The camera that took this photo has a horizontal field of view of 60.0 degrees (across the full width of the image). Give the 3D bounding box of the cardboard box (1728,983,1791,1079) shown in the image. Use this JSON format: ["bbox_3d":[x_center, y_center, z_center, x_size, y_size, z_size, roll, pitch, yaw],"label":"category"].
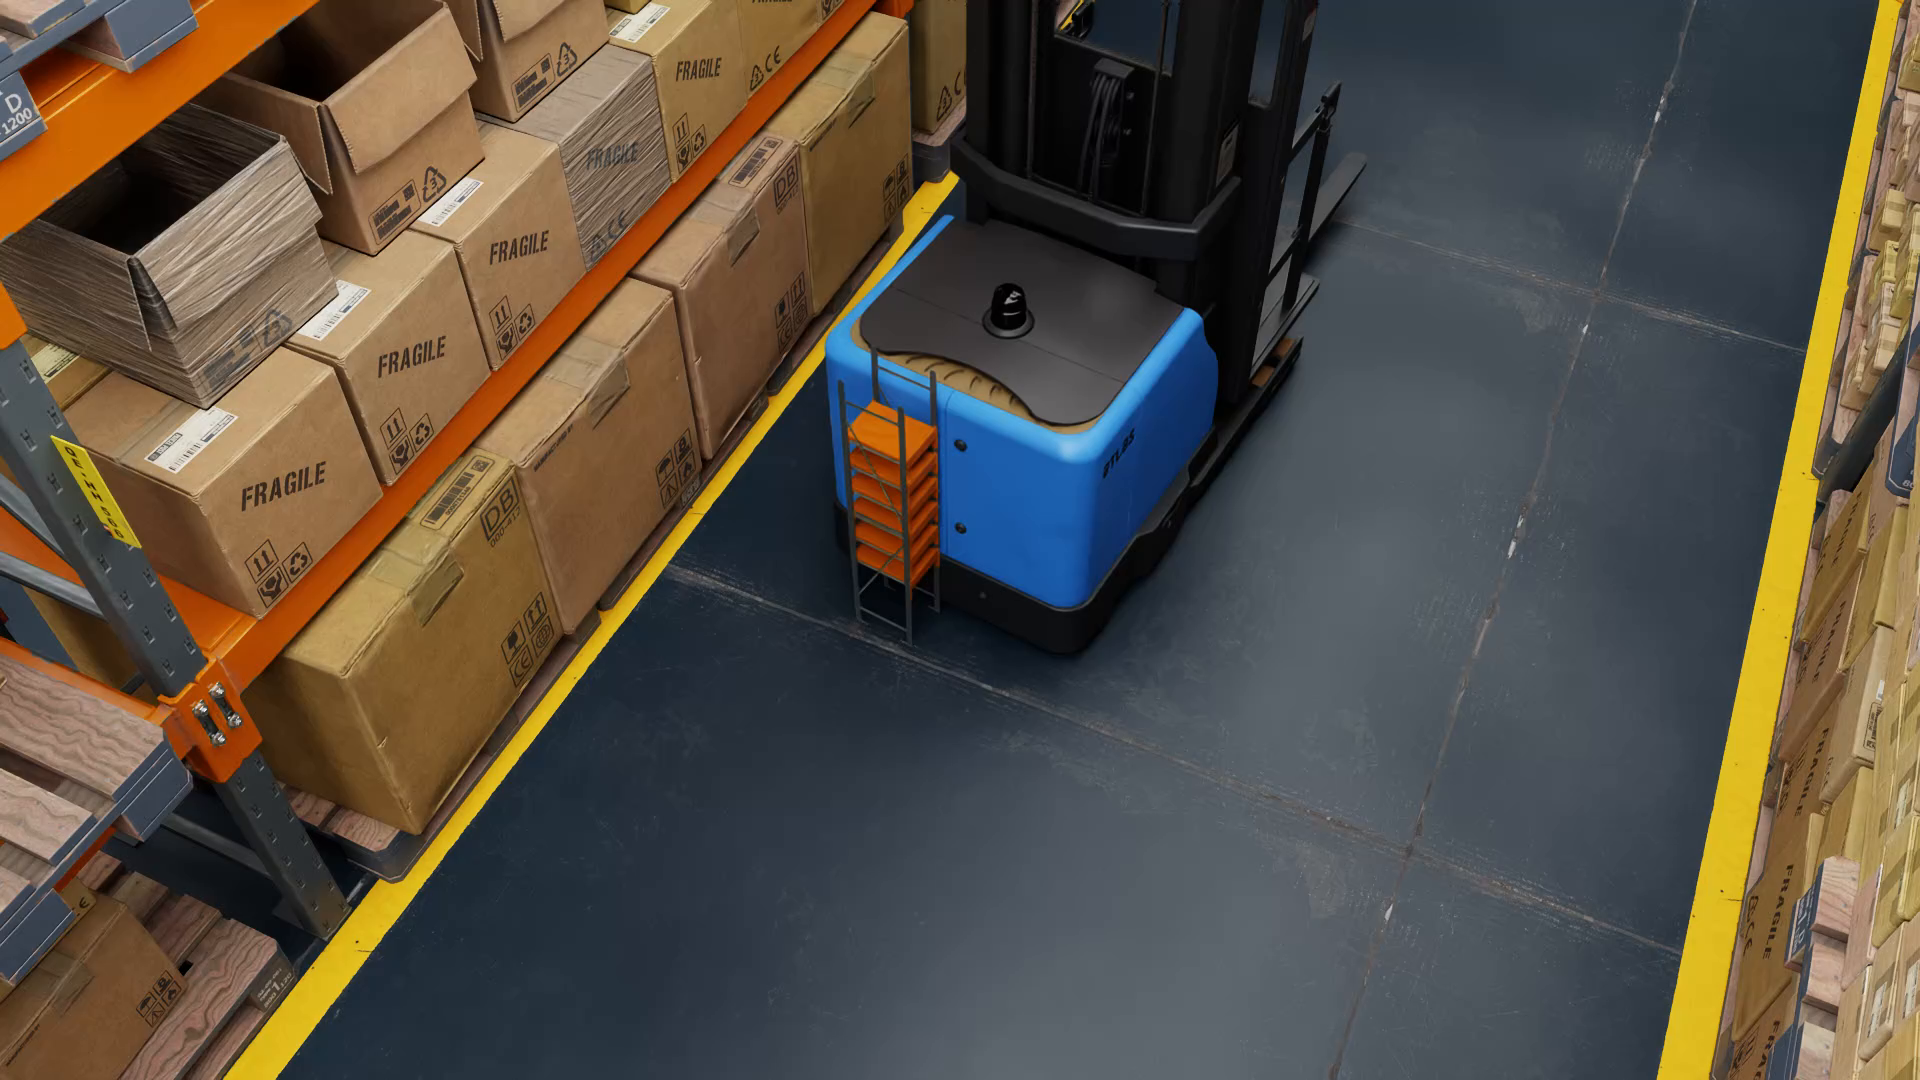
[{"bbox_3d":[2.316,1.540,4.336,0.500,0.500,0.500,22,53,18],"label":"cardboard box"}]

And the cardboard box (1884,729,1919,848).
[{"bbox_3d":[2.176,0.583,3.478,0.380,0.149,0.250,20,52,16],"label":"cardboard box"}]

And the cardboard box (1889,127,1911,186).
[{"bbox_3d":[4.302,-1.634,7.267,0.380,0.149,0.250,20,52,16],"label":"cardboard box"}]

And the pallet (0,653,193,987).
[{"bbox_3d":[-2.603,0.665,3.841,1.213,0.211,1.003,20,52,16],"label":"pallet"}]

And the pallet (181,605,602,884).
[{"bbox_3d":[-1.990,0.463,5.718,1.003,0.211,1.213,20,52,16],"label":"pallet"}]

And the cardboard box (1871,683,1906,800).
[{"bbox_3d":[2.282,0.513,3.733,0.380,0.149,0.250,18,52,15],"label":"cardboard box"}]

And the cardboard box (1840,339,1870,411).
[{"bbox_3d":[3.615,-0.587,6.376,0.380,0.149,0.250,20,53,17],"label":"cardboard box"}]

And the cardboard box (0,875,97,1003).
[{"bbox_3d":[-2.654,0.973,4.313,0.500,0.250,0.500,22,53,18],"label":"cardboard box"}]

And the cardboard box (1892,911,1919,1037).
[{"bbox_3d":[1.951,0.854,3.052,0.380,0.149,0.250,19,52,16],"label":"cardboard box"}]

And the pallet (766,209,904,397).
[{"bbox_3d":[-0.948,-1.218,7.147,1.003,0.211,1.213,20,52,16],"label":"pallet"}]

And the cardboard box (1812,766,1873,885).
[{"bbox_3d":[2.539,0.939,4.354,0.500,0.250,0.500,21,53,17],"label":"cardboard box"}]

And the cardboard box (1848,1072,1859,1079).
[{"bbox_3d":[1.842,1.217,3.134,0.380,0.149,0.250,21,53,17],"label":"cardboard box"}]

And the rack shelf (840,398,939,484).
[{"bbox_3d":[-0.224,-0.319,5.319,0.258,0.103,0.180,25,54,20],"label":"rack shelf"}]

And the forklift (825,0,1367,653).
[{"bbox_3d":[0.739,-1.668,5.745,1.130,2.935,3.031,25,54,20],"label":"forklift"}]

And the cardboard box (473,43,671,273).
[{"bbox_3d":[-1.292,-1.255,5.282,0.500,0.500,0.500,20,52,16],"label":"cardboard box"}]

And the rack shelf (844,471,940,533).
[{"bbox_3d":[-0.224,-0.163,5.502,0.258,0.103,0.180,25,54,20],"label":"rack shelf"}]

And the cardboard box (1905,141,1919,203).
[{"bbox_3d":[4.059,-1.461,6.729,0.380,0.149,0.250,17,52,14],"label":"cardboard box"}]

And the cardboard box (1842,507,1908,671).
[{"bbox_3d":[2.975,0.228,4.960,0.500,0.250,0.500,21,53,17],"label":"cardboard box"}]

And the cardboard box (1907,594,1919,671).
[{"bbox_3d":[2.395,0.232,3.777,0.380,0.149,0.250,21,53,17],"label":"cardboard box"}]

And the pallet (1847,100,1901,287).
[{"bbox_3d":[4.530,-1.407,7.309,1.003,0.211,1.213,20,52,16],"label":"pallet"}]

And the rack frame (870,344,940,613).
[{"bbox_3d":[-0.176,-0.174,5.610,0.240,1.200,0.006,25,54,20],"label":"rack frame"}]

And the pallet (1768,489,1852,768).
[{"bbox_3d":[3.424,0.447,5.731,1.003,0.211,1.213,20,52,16],"label":"pallet"}]

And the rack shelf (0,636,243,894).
[{"bbox_3d":[-3.249,1.688,3.317,1.077,0.370,4.000,20,52,16],"label":"rack shelf"}]

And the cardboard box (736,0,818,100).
[{"bbox_3d":[-0.857,-1.960,5.883,0.500,0.500,0.500,21,53,17],"label":"cardboard box"}]

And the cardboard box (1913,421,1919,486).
[{"bbox_3d":[2.731,-0.215,4.353,0.380,0.149,0.250,18,52,15],"label":"cardboard box"}]

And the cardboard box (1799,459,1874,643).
[{"bbox_3d":[3.200,0.103,5.559,0.500,0.500,0.500,22,53,17],"label":"cardboard box"}]

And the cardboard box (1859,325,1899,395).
[{"bbox_3d":[3.602,-0.623,6.211,0.380,0.149,0.250,21,53,17],"label":"cardboard box"}]

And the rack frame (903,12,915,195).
[{"bbox_3d":[-0.686,-2.677,6.558,1.000,3.000,0.127,20,52,16],"label":"rack frame"}]

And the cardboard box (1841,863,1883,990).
[{"bbox_3d":[2.059,0.869,3.430,0.380,0.149,0.250,21,53,17],"label":"cardboard box"}]

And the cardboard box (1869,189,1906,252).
[{"bbox_3d":[4.057,-1.300,6.982,0.380,0.149,0.250,20,52,16],"label":"cardboard box"}]

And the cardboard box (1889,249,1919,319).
[{"bbox_3d":[3.745,-0.917,6.267,0.380,0.149,0.250,20,53,17],"label":"cardboard box"}]

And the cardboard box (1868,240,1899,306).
[{"bbox_3d":[3.805,-1.003,6.535,0.380,0.149,0.250,18,52,15],"label":"cardboard box"}]

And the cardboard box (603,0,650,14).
[{"bbox_3d":[-1.255,-2.123,5.363,0.797,0.503,0.637,20,53,16],"label":"cardboard box"}]

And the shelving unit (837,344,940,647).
[{"bbox_3d":[-0.224,-0.114,5.559,0.258,1.200,0.189,25,54,20],"label":"shelving unit"}]

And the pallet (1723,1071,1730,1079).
[{"bbox_3d":[2.382,2.127,4.302,1.003,0.211,1.213,20,52,16],"label":"pallet"}]

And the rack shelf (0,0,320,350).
[{"bbox_3d":[-1.541,-2.039,4.518,1.077,0.370,4.000,20,52,16],"label":"rack shelf"}]

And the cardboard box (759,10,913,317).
[{"bbox_3d":[-0.941,-1.677,6.827,1.225,0.875,0.875,20,52,16],"label":"cardboard box"}]

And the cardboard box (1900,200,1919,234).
[{"bbox_3d":[4.092,-1.326,6.810,0.380,0.149,0.250,21,53,17],"label":"cardboard box"}]

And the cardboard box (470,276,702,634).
[{"bbox_3d":[-1.694,-0.450,5.783,1.225,0.875,0.875,20,52,16],"label":"cardboard box"}]

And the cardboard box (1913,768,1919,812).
[{"bbox_3d":[2.173,0.489,3.363,0.380,0.149,0.250,21,53,17],"label":"cardboard box"}]

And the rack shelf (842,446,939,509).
[{"bbox_3d":[-0.224,-0.241,5.410,0.258,0.103,0.180,25,54,20],"label":"rack shelf"}]

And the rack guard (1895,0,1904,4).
[{"bbox_3d":[5.432,-2.886,8.377,1.175,0.500,0.348,20,52,16],"label":"rack guard"}]

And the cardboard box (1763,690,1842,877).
[{"bbox_3d":[2.764,0.833,4.937,0.500,0.500,0.500,21,53,17],"label":"cardboard box"}]

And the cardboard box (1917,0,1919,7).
[{"bbox_3d":[4.951,-2.704,8.177,0.380,0.149,0.250,21,53,17],"label":"cardboard box"}]

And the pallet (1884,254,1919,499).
[{"bbox_3d":[3.297,-0.453,4.792,1.003,0.211,1.213,20,52,16],"label":"pallet"}]

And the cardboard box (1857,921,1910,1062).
[{"bbox_3d":[1.958,0.937,3.177,0.380,0.149,0.250,22,53,17],"label":"cardboard box"}]

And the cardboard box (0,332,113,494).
[{"bbox_3d":[-2.408,-0.376,4.534,0.500,0.500,0.500,21,53,17],"label":"cardboard box"}]

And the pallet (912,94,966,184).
[{"bbox_3d":[-0.290,-2.272,8.044,1.003,0.211,1.213,20,52,16],"label":"pallet"}]

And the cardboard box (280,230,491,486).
[{"bbox_3d":[-1.723,-0.557,4.689,0.500,0.500,0.500,19,52,15],"label":"cardboard box"}]

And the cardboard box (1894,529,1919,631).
[{"bbox_3d":[2.508,0.147,4.045,0.380,0.149,0.250,18,52,14],"label":"cardboard box"}]

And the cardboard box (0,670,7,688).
[{"bbox_3d":[-2.590,0.294,3.689,0.500,0.500,0.500,14,51,12],"label":"cardboard box"}]

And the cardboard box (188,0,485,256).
[{"bbox_3d":[-1.787,-1.226,4.600,0.797,0.503,0.637,21,53,17],"label":"cardboard box"}]
